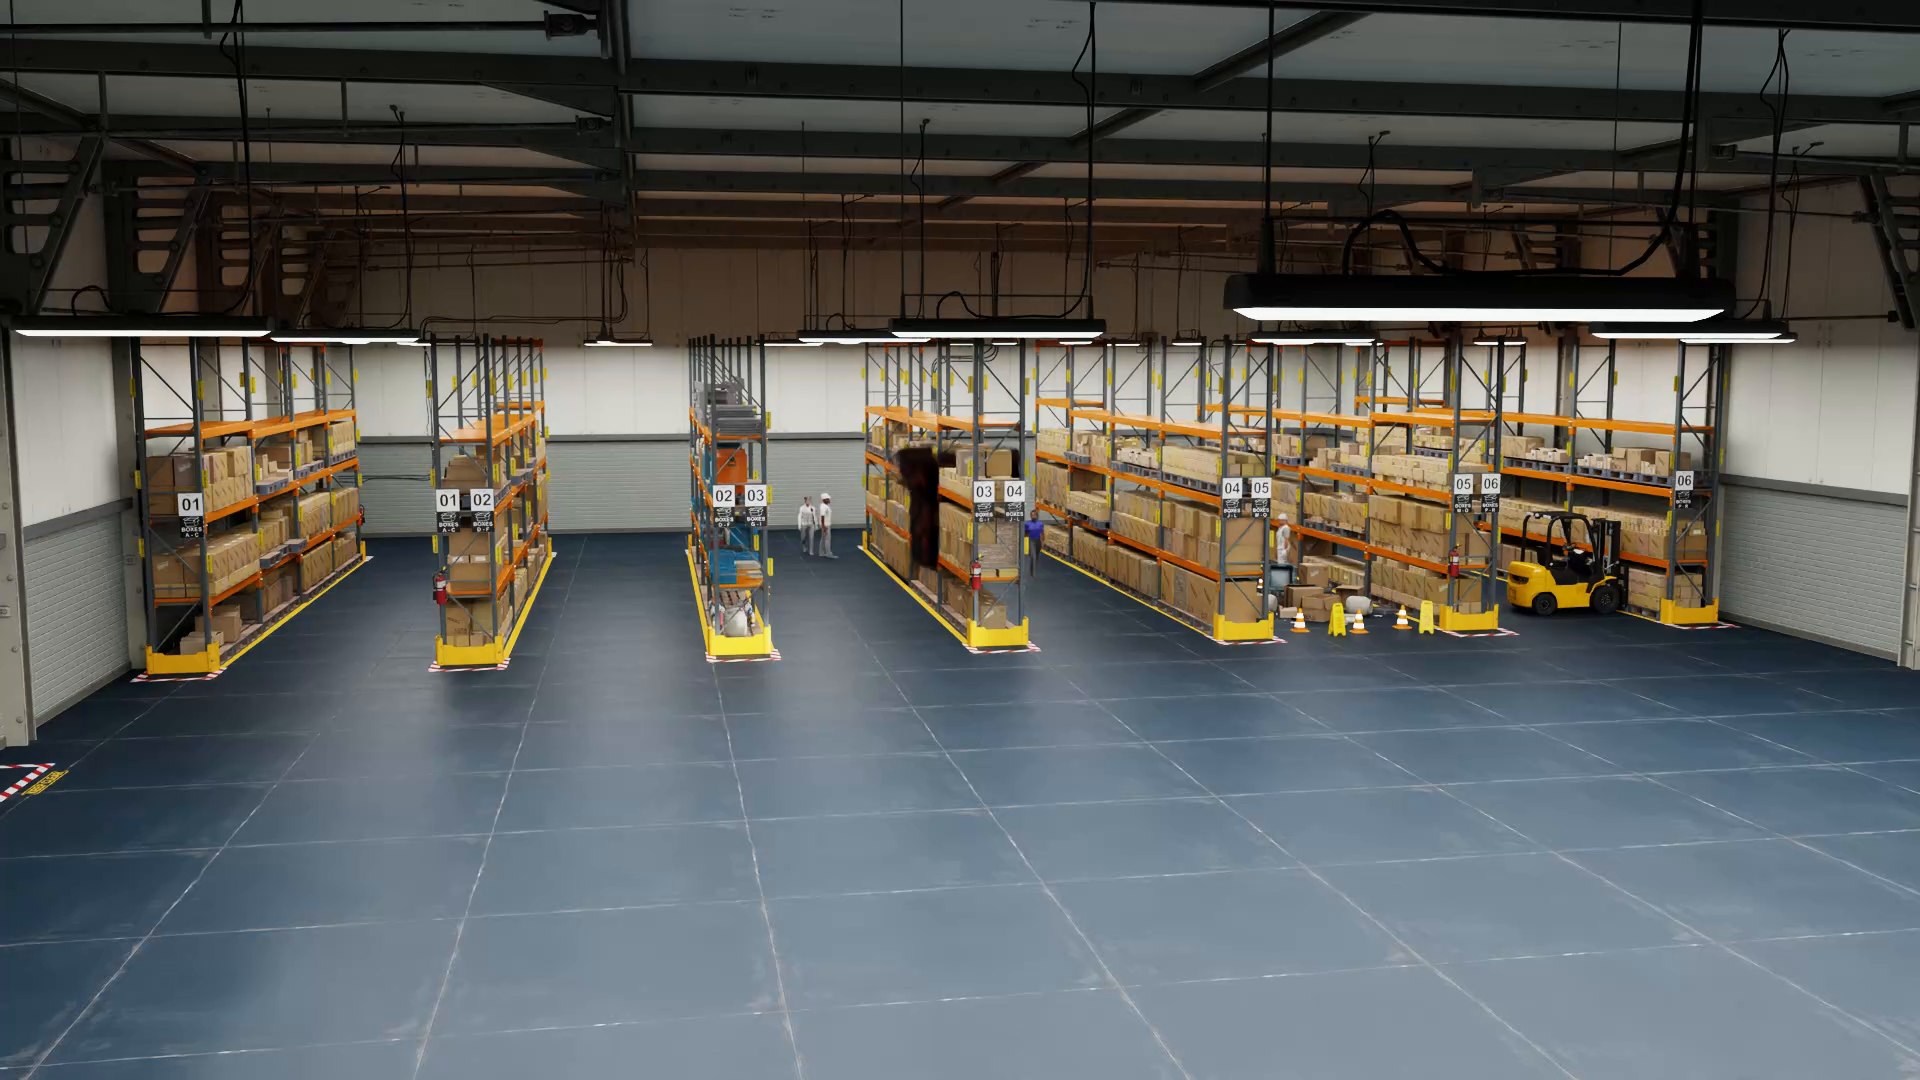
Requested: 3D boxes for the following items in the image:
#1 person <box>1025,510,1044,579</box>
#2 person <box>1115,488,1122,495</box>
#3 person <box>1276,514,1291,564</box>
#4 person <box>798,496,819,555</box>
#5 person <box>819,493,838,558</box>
[{"bbox_3d":[1.782,0.089,39.760,0.415,1.623,0.920,-2,7,-17],"label":"person"},{"bbox_3d":[4.543,-0.610,47.616,0.400,1.773,0.620,0,7,-3],"label":"person"},{"bbox_3d":[7.752,0.262,39.993,0.402,1.796,0.610,2,7,17],"label":"person"},{"bbox_3d":[-4.239,-0.419,46.443,0.570,1.652,0.648,-1,7,-6],"label":"person"},{"bbox_3d":[-3.624,-0.397,45.809,0.548,1.785,0.605,0,7,1],"label":"person"}]
